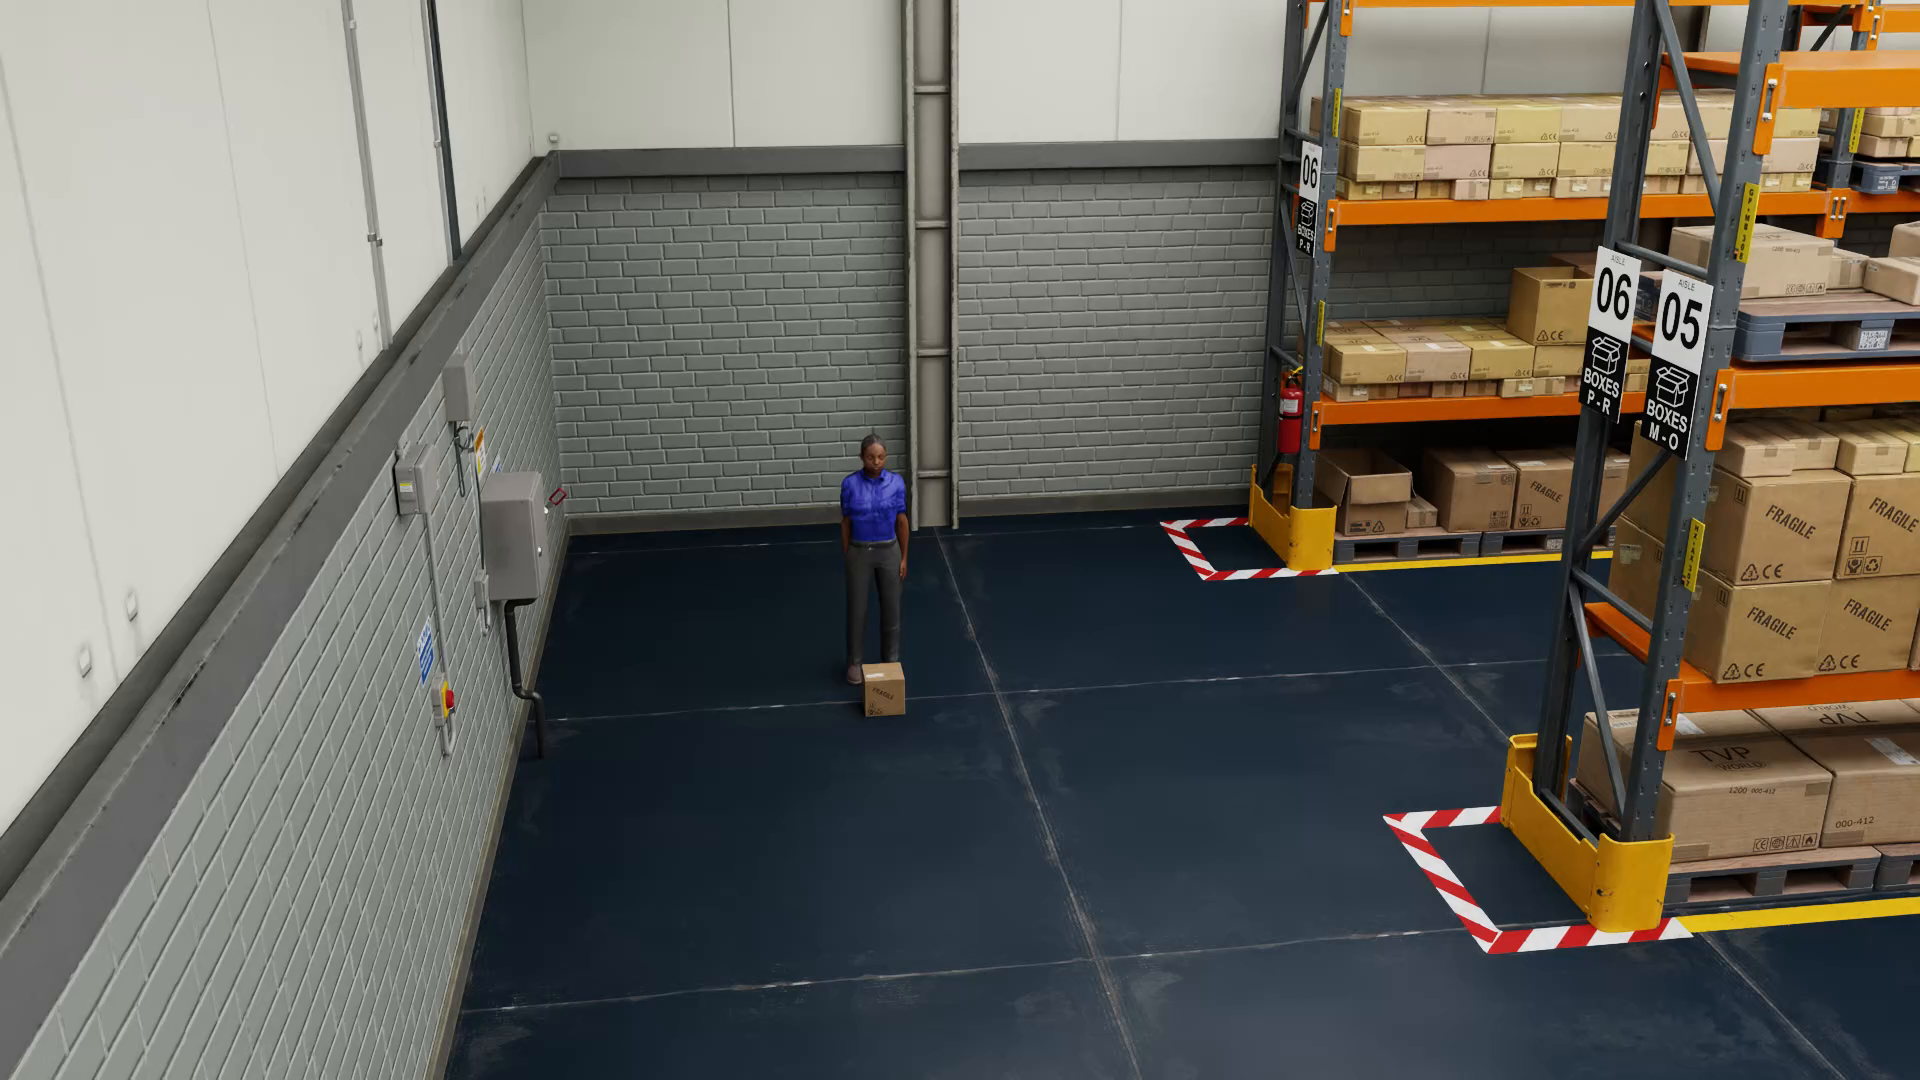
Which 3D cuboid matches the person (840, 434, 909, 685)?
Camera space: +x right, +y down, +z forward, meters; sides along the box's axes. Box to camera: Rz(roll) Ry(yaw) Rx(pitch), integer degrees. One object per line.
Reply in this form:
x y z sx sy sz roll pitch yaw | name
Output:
-0.547 0.120 10.761 0.436 1.657 0.307 -2 20 -7 | person
